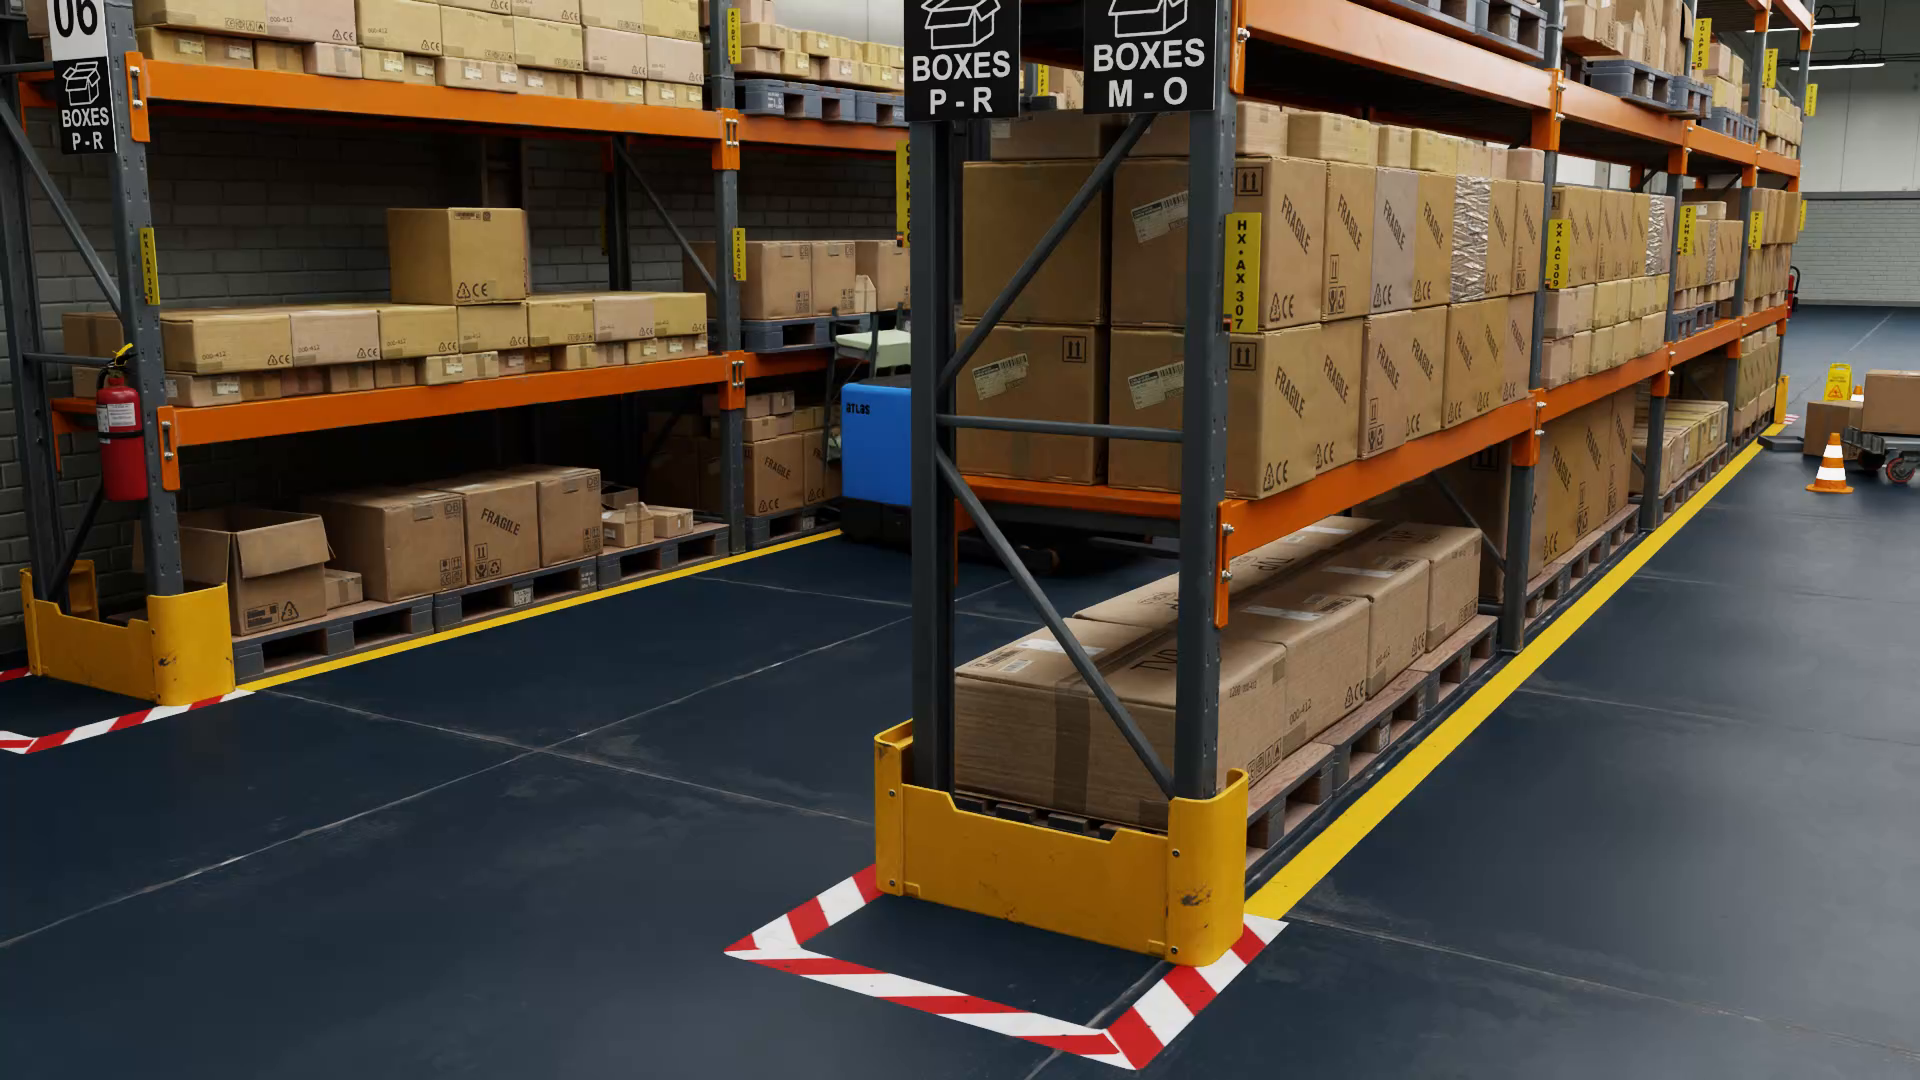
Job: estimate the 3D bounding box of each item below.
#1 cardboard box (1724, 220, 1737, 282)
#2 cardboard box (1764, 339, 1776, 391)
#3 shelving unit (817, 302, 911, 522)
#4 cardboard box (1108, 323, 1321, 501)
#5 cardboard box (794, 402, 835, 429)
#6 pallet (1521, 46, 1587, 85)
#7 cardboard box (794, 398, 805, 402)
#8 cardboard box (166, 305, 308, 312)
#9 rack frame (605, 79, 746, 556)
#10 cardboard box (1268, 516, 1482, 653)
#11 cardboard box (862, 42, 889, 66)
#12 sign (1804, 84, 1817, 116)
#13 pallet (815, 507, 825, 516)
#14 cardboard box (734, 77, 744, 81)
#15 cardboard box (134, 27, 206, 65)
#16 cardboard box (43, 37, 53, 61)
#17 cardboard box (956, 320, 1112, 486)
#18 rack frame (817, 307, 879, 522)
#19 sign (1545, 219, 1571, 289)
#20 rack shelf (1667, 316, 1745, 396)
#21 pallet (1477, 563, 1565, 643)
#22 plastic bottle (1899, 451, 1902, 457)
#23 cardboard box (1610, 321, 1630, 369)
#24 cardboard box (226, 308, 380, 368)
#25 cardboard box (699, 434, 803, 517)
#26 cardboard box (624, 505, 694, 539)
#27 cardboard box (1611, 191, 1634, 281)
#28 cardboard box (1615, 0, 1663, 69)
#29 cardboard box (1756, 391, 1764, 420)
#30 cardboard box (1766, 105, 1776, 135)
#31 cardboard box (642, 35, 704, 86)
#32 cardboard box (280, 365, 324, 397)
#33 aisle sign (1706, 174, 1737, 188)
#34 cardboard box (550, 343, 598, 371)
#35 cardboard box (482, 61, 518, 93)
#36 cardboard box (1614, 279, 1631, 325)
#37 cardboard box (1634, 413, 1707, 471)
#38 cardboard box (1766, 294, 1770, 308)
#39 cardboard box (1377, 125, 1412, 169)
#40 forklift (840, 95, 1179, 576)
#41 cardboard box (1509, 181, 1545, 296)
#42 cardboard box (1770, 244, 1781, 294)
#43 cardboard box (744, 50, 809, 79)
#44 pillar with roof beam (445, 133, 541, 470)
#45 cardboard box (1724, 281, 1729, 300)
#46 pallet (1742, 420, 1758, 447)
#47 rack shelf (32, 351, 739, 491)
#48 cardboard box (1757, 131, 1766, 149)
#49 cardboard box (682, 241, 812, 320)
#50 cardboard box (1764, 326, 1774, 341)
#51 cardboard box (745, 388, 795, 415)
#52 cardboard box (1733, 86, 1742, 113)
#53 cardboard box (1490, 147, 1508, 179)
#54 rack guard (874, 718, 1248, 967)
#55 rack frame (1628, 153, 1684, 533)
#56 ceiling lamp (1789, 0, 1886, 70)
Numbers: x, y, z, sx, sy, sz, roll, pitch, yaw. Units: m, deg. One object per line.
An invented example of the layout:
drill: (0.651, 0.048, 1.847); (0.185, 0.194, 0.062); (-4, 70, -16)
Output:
cardboard box: (6.234, -2.441, 14.037); (0.500, 0.500, 0.500); (6, 12, 31)
cardboard box: (8.150, -1.832, 17.294); (0.500, 0.500, 0.500); (7, 13, 33)
shelving unit: (-0.561, -0.885, 11.723); (0.431, 1.500, 0.755); (16, 18, 33)
cardboard box: (0.799, -0.422, 5.201); (0.500, 0.500, 0.500); (6, 12, 30)
cardboard box: (-1.118, -0.892, 11.871); (0.380, 0.149, 0.250); (6, 12, 30)
pallet: (2.815, -2.483, 8.851); (0.805, 0.209, 1.217); (6, 12, 28)
cardboard box: (-1.368, -0.972, 12.296); (0.380, 0.149, 0.250); (7, 13, 32)
cardboard box: (-3.659, -1.050, 8.424); (0.500, 0.250, 0.500); (6, 12, 31)
rack frame: (-1.863, -1.428, 10.843); (1.000, 3.000, 0.127); (6, 12, 31)
cardboard box: (1.963, 0.187, 8.038); (0.875, 0.438, 0.875); (6, 12, 30)
cardboard box: (-0.723, -3.395, 11.660); (0.380, 0.149, 0.250); (6, 12, 31)
sign: (9.075, -4.695, 17.737); (0.100, 0.325, 0.005); (6, 12, 31)
pallet: (-0.841, -0.381, 12.832); (1.003, 0.211, 1.213); (6, 12, 31)
cardboard box: (-1.658, -3.130, 11.053); (0.380, 0.149, 0.250); (7, 13, 32)
cardboard box: (-3.576, -2.177, 7.379); (0.380, 0.149, 0.250); (7, 13, 32)
cardboard box: (-3.971, -2.222, 7.617); (0.380, 0.149, 0.250); (7, 13, 32)
cardboard box: (0.329, -0.475, 5.484); (0.500, 0.500, 0.500); (6, 12, 31)
rack frame: (-0.775, -0.825, 11.433); (0.400, 1.500, 0.023); (16, 18, 33)
sign: (2.856, -1.366, 7.945); (0.100, 0.325, 0.005); (6, 12, 31)
rack shelf: (5.496, -1.544, 13.420); (1.077, 0.370, 4.000); (6, 12, 31)
pallet: (2.717, 0.288, 9.257); (1.003, 0.211, 1.213); (6, 12, 31)
plastic bottle: (8.807, -0.792, 15.432); (0.133, 0.061, 0.283); (9, 14, 40)
cardboard box: (3.650, -1.163, 9.835); (0.500, 0.250, 0.500); (6, 12, 30)
cardboard box: (-3.212, -0.996, 8.137); (0.500, 0.250, 0.500); (7, 12, 31)
cardboard box: (-1.420, -0.460, 11.326); (0.500, 0.500, 0.500); (7, 13, 33)
cardboard box: (-1.901, -0.117, 10.449); (0.380, 0.149, 0.250); (6, 12, 29)
cardboard box: (3.621, -1.780, 9.734); (0.500, 0.500, 0.500); (6, 12, 30)
cardboard box: (3.791, -3.008, 9.721); (0.500, 0.500, 0.500); (7, 12, 31)
cardboard box: (7.879, -1.380, 16.919); (0.500, 0.250, 0.500); (6, 12, 29)
cardboard box: (7.257, -3.884, 15.412); (0.500, 0.250, 0.500); (6, 12, 30)
cardboard box: (-1.900, -2.875, 10.021); (0.500, 0.250, 0.500); (6, 12, 31)
cardboard box: (-3.335, -0.790, 8.118); (0.380, 0.149, 0.250); (6, 12, 30)
aisle sign: (8.378, -4.159, 18.365); (0.394, 0.787, 0.004); (6, 12, 31)
cardboard box: (-2.312, -1.062, 9.574); (0.380, 0.149, 0.250); (6, 12, 30)
cardboard box: (-2.571, -2.449, 8.829); (0.380, 0.149, 0.250); (7, 13, 32)
cardboard box: (3.643, -1.410, 9.796); (0.500, 0.250, 0.500); (6, 12, 29)
cardboard box: (5.534, -0.821, 13.605); (0.950, 0.372, 0.625); (7, 13, 33)
cardboard box: (7.996, -2.431, 16.884); (0.380, 0.149, 0.250); (6, 12, 30)
cardboard box: (1.411, -1.416, 6.032); (0.380, 0.149, 0.250); (7, 12, 31)
forklift: (0.636, -1.328, 10.499); (3.031, 2.935, 1.130); (9, 14, 39)
cardboard box: (2.372, -1.394, 7.675); (0.500, 0.500, 0.500); (6, 12, 30)
cardboard box: (8.038, -2.768, 16.924); (0.500, 0.500, 0.500); (6, 12, 30)
cardboard box: (-1.204, -3.081, 10.790); (0.380, 0.149, 0.250); (7, 12, 31)
pillar with roof beam: (0.684, -3.942, 7.970); (9.100, 9.000, 0.400); (6, 12, 31)
cardboard box: (6.248, -2.104, 13.998); (0.380, 0.149, 0.250); (6, 12, 30)
pallet: (7.486, -1.143, 16.902); (1.003, 0.211, 1.213); (6, 12, 31)
rack shelf: (-2.901, -0.760, 9.230); (1.077, 0.370, 4.000); (6, 12, 31)
cardboard box: (7.092, -3.624, 15.108); (0.380, 0.149, 0.250); (6, 12, 31)
cardboard box: (-1.421, -1.738, 11.088); (0.700, 0.500, 0.500); (7, 13, 32)
cardboard box: (8.152, -2.129, 17.122); (0.380, 0.149, 0.250); (7, 12, 32)
cardboard box: (-1.356, -0.947, 11.356); (0.380, 0.149, 0.250); (6, 12, 28)
cardboard box: (6.355, -3.714, 14.169); (0.500, 0.250, 0.500); (6, 12, 30)
cardboard box: (2.263, -1.704, 7.565); (0.380, 0.149, 0.250); (7, 13, 32)
rack guard: (0.292, 0.907, 5.163); (1.175, 0.500, 0.348); (6, 12, 31)
rack frame: (4.458, -1.583, 11.674); (1.000, 3.000, 0.127); (6, 12, 31)
ceiling lamp: (20.864, -12.766, 39.242); (2.000, 3.185, 0.800); (6, 12, 31)
